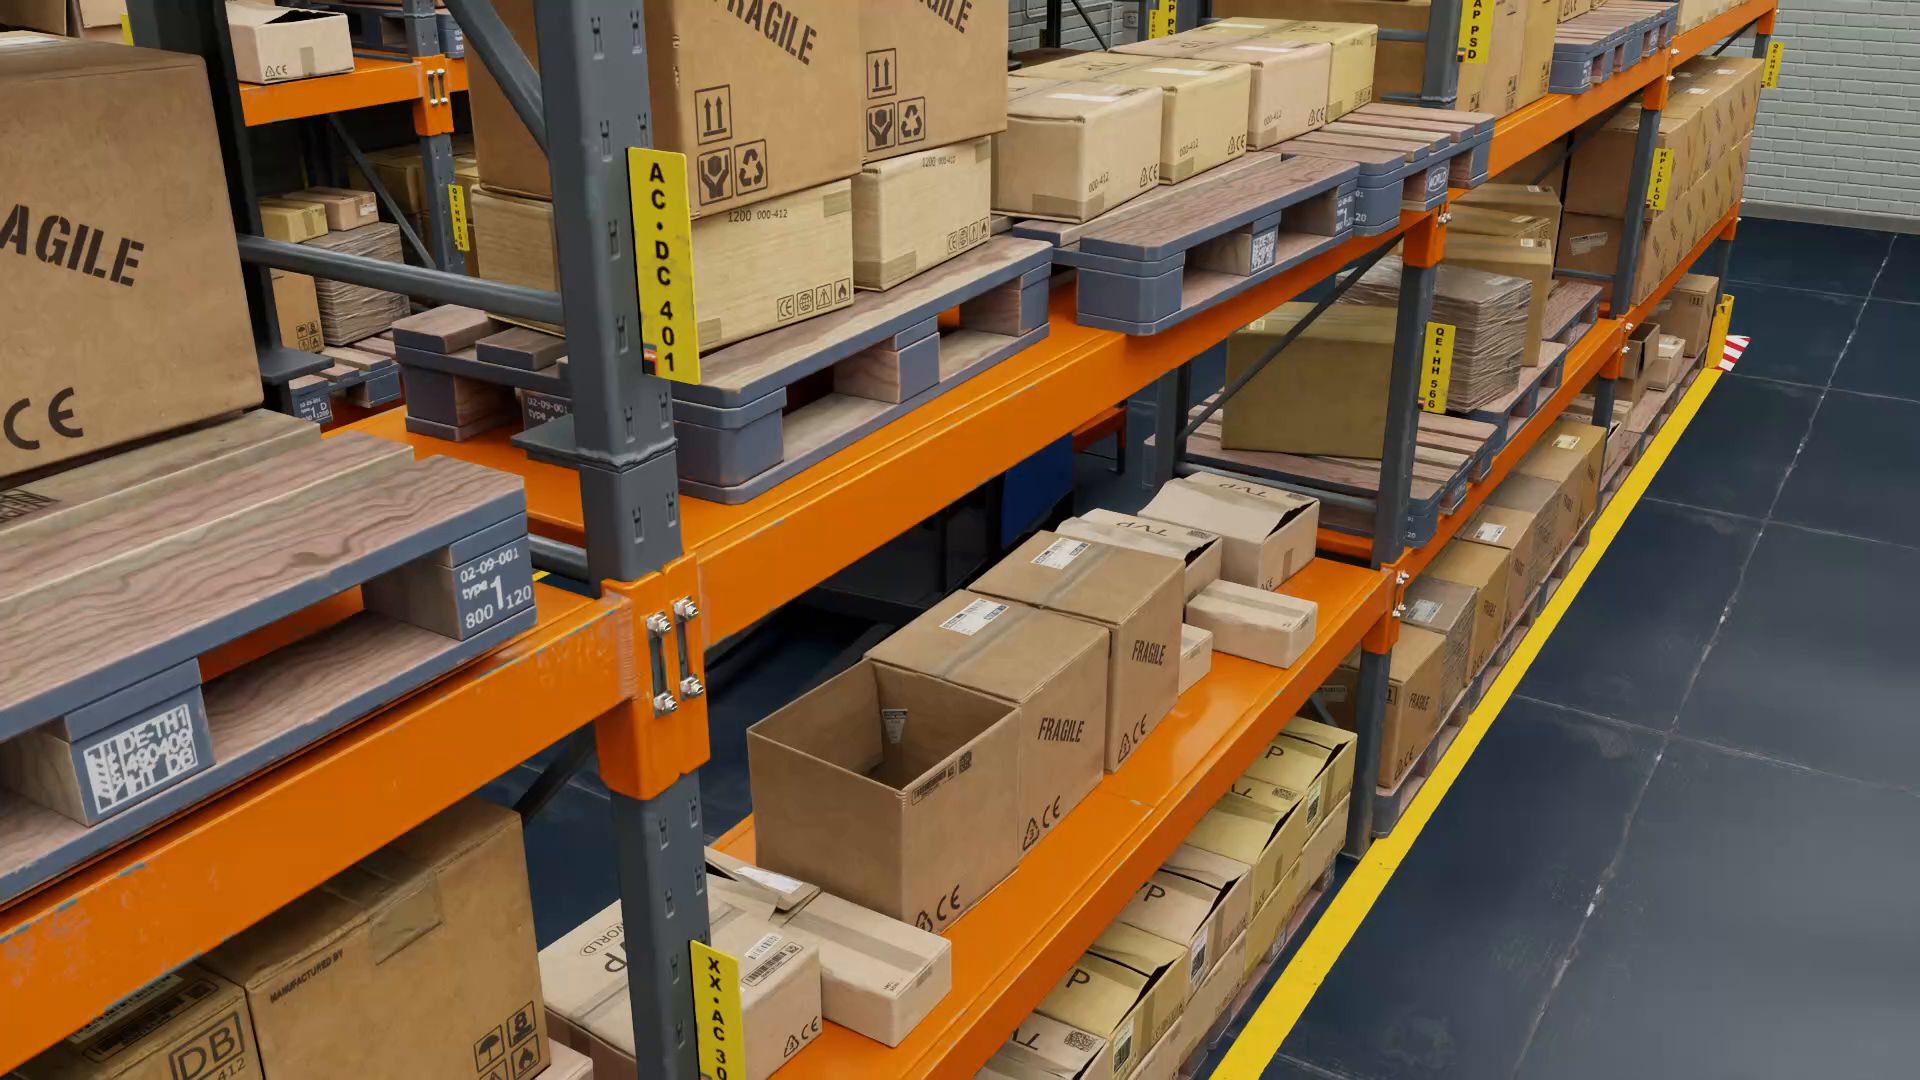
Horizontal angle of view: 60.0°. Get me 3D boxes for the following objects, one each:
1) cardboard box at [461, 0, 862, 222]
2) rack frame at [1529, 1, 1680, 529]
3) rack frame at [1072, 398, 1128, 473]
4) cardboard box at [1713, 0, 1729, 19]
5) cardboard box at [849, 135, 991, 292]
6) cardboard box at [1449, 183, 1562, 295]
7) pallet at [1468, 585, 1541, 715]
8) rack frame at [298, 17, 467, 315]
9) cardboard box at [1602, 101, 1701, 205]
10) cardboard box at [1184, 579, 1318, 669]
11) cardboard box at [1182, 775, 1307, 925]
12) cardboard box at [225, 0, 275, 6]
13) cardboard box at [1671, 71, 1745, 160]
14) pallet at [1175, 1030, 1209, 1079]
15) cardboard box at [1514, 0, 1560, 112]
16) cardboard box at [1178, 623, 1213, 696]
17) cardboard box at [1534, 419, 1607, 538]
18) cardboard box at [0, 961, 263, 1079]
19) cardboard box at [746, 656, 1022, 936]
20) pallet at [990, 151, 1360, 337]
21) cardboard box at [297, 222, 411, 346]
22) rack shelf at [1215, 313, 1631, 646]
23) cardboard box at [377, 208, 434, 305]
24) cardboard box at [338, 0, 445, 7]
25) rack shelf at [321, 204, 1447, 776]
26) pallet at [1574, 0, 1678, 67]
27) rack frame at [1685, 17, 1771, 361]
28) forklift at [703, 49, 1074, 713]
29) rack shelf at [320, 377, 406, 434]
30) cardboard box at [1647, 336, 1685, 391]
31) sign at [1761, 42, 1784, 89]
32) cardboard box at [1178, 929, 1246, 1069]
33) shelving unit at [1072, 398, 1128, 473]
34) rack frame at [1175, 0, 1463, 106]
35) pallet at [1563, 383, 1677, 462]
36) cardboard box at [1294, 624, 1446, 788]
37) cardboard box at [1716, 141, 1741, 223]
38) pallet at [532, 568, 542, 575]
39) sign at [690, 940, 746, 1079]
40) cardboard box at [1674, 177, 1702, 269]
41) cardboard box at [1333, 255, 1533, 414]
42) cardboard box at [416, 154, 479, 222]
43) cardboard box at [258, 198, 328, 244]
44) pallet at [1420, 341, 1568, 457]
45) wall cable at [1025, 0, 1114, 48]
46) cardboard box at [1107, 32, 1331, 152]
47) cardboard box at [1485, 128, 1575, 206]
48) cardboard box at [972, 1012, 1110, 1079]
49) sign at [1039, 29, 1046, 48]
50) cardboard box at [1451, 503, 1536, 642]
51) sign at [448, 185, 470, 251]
[{"bbox_3d":[-0.526,-0.890,2.971,0.500,0.500,0.500,14,27,30],"label":"cardboard box"},{"bbox_3d":[3.335,-1.546,9.545,1.000,3.000,0.127,14,27,29],"label":"rack frame"},{"bbox_3d":[0.852,-1.011,10.669,0.500,1.125,0.032,15,28,31],"label":"rack frame"},{"bbox_3d":[4.334,-3.302,10.015,0.500,0.250,0.500,14,27,29],"label":"cardboard box"},{"bbox_3d":[-0.265,-0.738,3.564,0.500,0.250,0.500,11,26,24],"label":"cardboard box"},{"bbox_3d":[2.895,-1.671,9.181,0.700,0.500,0.500,5,24,11],"label":"cardboard box"},{"bbox_3d":[2.295,0.430,8.492,1.003,0.211,1.213,14,27,29],"label":"pallet"},{"bbox_3d":[-2.985,-1.233,8.822,1.000,3.000,0.127,14,27,29],"label":"rack frame"},{"bbox_3d":[4.094,-2.325,9.960,0.500,0.500,0.500,13,27,27],"label":"cardboard box"},{"bbox_3d":[0.985,0.281,5.642,0.380,0.149,0.250,14,27,29],"label":"cardboard box"},{"bbox_3d":[0.889,1.021,5.842,0.500,0.311,0.500,13,27,28],"label":"cardboard box"},{"bbox_3d":[-3.561,-2.469,7.752,0.500,0.500,0.500,14,27,29],"label":"cardboard box"},{"bbox_3d":[4.908,-2.846,11.164,0.500,0.500,0.500,15,27,30],"label":"cardboard box"},{"bbox_3d":[0.113,1.764,5.410,1.003,0.211,1.213,14,27,29],"label":"pallet"},{"bbox_3d":[1.970,-2.120,6.970,0.910,0.500,0.500,14,27,29],"label":"cardboard box"},{"bbox_3d":[0.600,0.362,5.455,0.380,0.149,0.250,16,28,33],"label":"cardboard box"},{"bbox_3d":[3.318,-0.374,9.431,0.500,0.500,0.500,14,27,29],"label":"cardboard box"},{"bbox_3d":[-1.379,0.835,2.287,0.700,0.500,0.500,14,27,29],"label":"cardboard box"},{"bbox_3d":[-0.188,0.675,4.290,0.500,0.500,0.500,16,28,33],"label":"cardboard box"},{"bbox_3d":[0.356,-0.860,4.423,1.003,0.211,1.213,15,28,31],"label":"pallet"},{"bbox_3d":[-3.225,-1.320,8.343,0.700,0.500,0.500,11,26,23],"label":"cardboard box"},{"bbox_3d":[2.280,-0.541,8.129,1.077,0.370,4.000,14,27,29],"label":"rack shelf"},{"bbox_3d":[-2.960,-1.639,9.235,0.500,0.500,0.500,14,27,29],"label":"cardboard box"},{"bbox_3d":[-2.783,-3.030,8.517,0.700,0.500,0.500,12,26,25],"label":"cardboard box"},{"bbox_3d":[0.170,-0.567,4.414,1.077,0.370,4.000,14,27,29],"label":"rack shelf"},{"bbox_3d":[2.931,-2.631,8.512,1.213,0.211,1.003,14,27,29],"label":"pallet"},{"bbox_3d":[5.445,-2.896,12.664,1.000,3.000,0.127,14,27,29],"label":"rack frame"},{"bbox_3d":[-0.428,-0.942,8.236,1.130,2.935,3.031,11,26,23],"label":"forklift"},{"bbox_3d":[-4.040,-0.227,7.405,1.077,0.370,4.000,14,27,29],"label":"rack shelf"},{"bbox_3d":[4.841,-1.286,11.853,0.500,0.250,0.500,14,27,29],"label":"cardboard box"},{"bbox_3d":[5.906,-3.449,12.087,0.100,0.325,0.005,14,27,29],"label":"sign"},{"bbox_3d":[0.618,1.446,5.567,0.500,0.250,0.500,15,27,30],"label":"cardboard box"},{"bbox_3d":[0.564,-0.844,10.285,0.538,1.125,1.048,15,28,31],"label":"shelving unit"},{"bbox_3d":[1.225,-2.949,5.235,1.000,3.000,0.127,14,27,29],"label":"rack frame"},{"bbox_3d":[4.341,-0.911,11.589,1.003,0.211,1.213,14,27,29],"label":"pallet"},{"bbox_3d":[1.708,0.656,7.052,0.500,0.500,0.500,15,28,31],"label":"cardboard box"},{"bbox_3d":[5.169,-2.558,11.757,0.500,0.500,0.500,14,27,29],"label":"cardboard box"},{"bbox_3d":[-2.506,-0.203,9.954,1.003,0.211,1.213,14,27,29],"label":"pallet"},{"bbox_3d":[-0.413,0.836,2.853,0.100,0.325,0.005,14,27,29],"label":"sign"},{"bbox_3d":[4.368,-2.049,10.580,0.500,0.500,0.500,14,27,29],"label":"cardboard box"},{"bbox_3d":[2.106,-0.939,7.489,0.700,0.500,0.500,20,31,39],"label":"cardboard box"},{"bbox_3d":[-2.512,-1.877,8.841,0.500,0.250,0.500,15,27,30],"label":"cardboard box"},{"bbox_3d":[-3.299,-1.544,8.044,0.380,0.149,0.250,9,25,20],"label":"cardboard box"},{"bbox_3d":[2.247,-0.765,7.983,1.003,0.211,1.213,14,27,29],"label":"pallet"},{"bbox_3d":[1.106,-5.029,16.313,0.084,1.984,1.851,14,27,29],"label":"wall cable"},{"bbox_3d":[0.772,-1.351,4.979,0.500,0.250,0.500,15,27,30],"label":"cardboard box"},{"bbox_3d":[3.382,-2.276,9.846,0.500,0.500,0.500,14,27,29],"label":"cardboard box"},{"bbox_3d":[0.085,1.536,4.653,0.500,0.311,0.500,13,27,27],"label":"cardboard box"},{"bbox_3d":[0.766,-4.485,15.144,0.100,0.325,0.005,14,27,29],"label":"sign"},{"bbox_3d":[2.519,0.132,8.261,0.500,0.500,0.500,13,27,27],"label":"cardboard box"},{"bbox_3d":[-2.519,-1.617,8.352,0.100,0.325,0.005,14,27,29],"label":"sign"}]
